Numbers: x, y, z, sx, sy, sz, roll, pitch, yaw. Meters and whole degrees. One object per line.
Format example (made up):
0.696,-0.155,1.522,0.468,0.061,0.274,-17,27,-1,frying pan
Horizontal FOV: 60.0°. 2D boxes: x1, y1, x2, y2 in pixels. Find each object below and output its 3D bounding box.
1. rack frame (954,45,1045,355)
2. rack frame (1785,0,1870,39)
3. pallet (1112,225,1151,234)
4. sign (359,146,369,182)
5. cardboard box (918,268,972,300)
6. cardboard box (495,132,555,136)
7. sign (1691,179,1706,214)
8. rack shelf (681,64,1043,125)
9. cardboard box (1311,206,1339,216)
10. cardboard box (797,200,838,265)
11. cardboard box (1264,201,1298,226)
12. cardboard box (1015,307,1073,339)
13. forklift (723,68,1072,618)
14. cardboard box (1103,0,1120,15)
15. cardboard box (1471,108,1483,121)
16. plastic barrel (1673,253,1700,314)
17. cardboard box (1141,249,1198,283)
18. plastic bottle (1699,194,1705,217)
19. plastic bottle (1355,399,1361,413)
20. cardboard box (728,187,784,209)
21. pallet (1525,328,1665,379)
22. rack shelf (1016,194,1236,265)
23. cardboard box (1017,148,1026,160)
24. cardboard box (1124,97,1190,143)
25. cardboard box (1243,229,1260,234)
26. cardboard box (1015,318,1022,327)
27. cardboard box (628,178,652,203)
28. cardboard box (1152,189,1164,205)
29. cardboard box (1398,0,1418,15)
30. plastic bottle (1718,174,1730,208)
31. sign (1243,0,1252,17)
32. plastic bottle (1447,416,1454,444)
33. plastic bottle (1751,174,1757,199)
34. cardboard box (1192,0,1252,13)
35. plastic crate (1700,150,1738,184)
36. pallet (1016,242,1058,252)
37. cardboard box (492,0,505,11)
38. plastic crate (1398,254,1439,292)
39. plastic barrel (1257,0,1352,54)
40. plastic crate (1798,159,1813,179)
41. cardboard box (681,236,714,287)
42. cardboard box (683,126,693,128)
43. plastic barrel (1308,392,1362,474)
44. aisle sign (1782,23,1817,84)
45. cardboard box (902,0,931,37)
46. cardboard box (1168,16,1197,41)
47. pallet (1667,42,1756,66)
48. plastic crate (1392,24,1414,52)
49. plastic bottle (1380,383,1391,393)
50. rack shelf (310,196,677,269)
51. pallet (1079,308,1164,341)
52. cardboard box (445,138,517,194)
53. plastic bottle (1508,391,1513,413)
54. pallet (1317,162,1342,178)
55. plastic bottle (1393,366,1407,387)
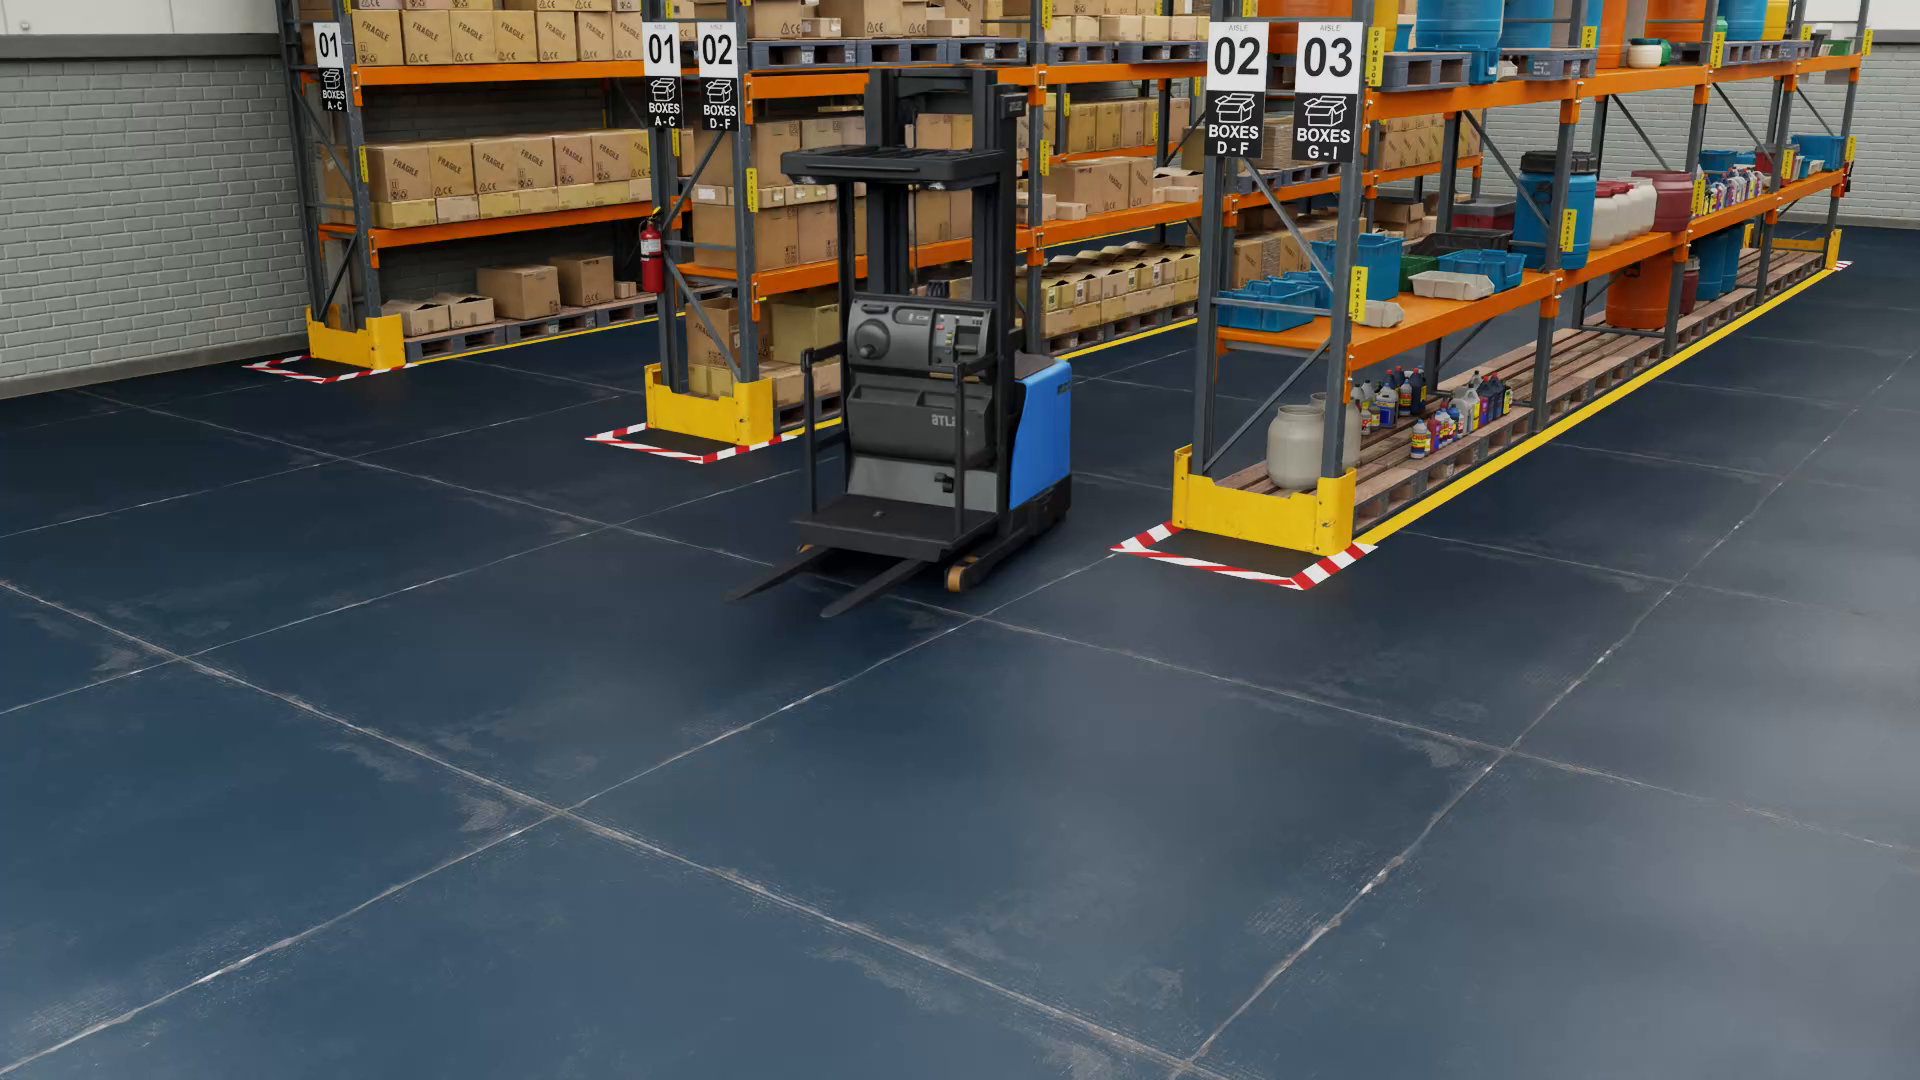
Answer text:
0.355,-3.271,16.218,1.000,3.000,0.127,12,21,35,rack frame
11.481,-8.118,21.710,1.000,3.000,0.127,12,21,35,rack frame
2.384,-5.178,27.062,1.003,0.211,1.213,12,21,35,pallet
-5.573,-3.510,15.529,0.100,0.325,0.005,12,21,35,sign
-0.053,-2.250,15.595,0.500,0.500,0.500,12,21,35,cardboard box
-4.686,-4.126,17.926,0.500,0.500,0.500,13,22,36,cardboard box
7.161,-3.330,16.132,0.100,0.325,0.005,12,21,35,sign
-0.836,-3.883,14.346,1.077,0.370,4.000,12,21,35,rack shelf
5.234,-4.378,23.257,0.500,0.500,0.500,12,21,35,cardboard box
-1.430,-2.600,13.891,0.700,0.500,0.500,13,22,36,cardboard box
4.042,-4.240,21.549,0.500,0.250,0.500,12,21,35,cardboard box
0.795,-2.210,16.732,0.500,0.250,0.500,12,21,33,cardboard box
-0.336,-1.231,9.767,1.130,2.935,3.031,8,19,24,forklift
2.093,-8.262,25.344,0.500,0.500,0.500,12,21,34,cardboard box
7.461,-6.499,24.761,0.500,0.500,0.500,12,21,34,cardboard box
7.665,-2.785,18.011,0.600,0.588,0.708,12,21,35,plastic barrel
2.320,-3.085,18.604,0.500,0.311,0.500,12,21,34,cardboard box
7.508,-3.444,16.985,0.152,0.276,0.135,12,21,35,plastic bottle
2.948,-0.906,12.442,0.061,0.283,0.133,12,21,35,plastic bottle
-1.621,-2.731,13.217,0.380,0.149,0.250,12,21,34,cardboard box
6.222,-1.838,16.306,1.003,0.211,1.213,12,21,35,pallet
1.547,-3.403,17.858,1.077,0.370,4.000,12,21,35,rack shelf
0.735,-5.618,24.167,0.380,0.149,0.250,12,21,35,cardboard box
3.229,-7.023,27.796,0.980,0.700,0.700,14,22,37,cardboard box
3.416,-3.627,20.839,0.500,0.500,0.500,12,21,33,cardboard box
0.255,-2.009,16.083,0.500,0.250,0.500,12,21,35,cardboard box
-3.664,-3.917,18.517,0.500,0.250,0.500,12,21,35,cardboard box
2.024,-3.790,18.313,0.380,0.149,0.250,14,22,39,cardboard box
5.793,-7.350,22.443,0.700,0.500,0.500,12,21,35,cardboard box
8.157,-3.737,17.803,0.144,0.351,0.185,12,21,35,plastic bottle
3.180,-5.841,18.430,0.100,0.325,0.005,12,21,35,sign
3.601,-0.821,12.307,0.097,0.201,0.097,0,17,0,plastic bottle
8.905,-4.003,18.784,0.152,0.276,0.135,12,21,35,plastic bottle
3.004,-6.284,19.009,0.500,0.500,0.500,12,21,35,cardboard box
9.102,-4.492,20.078,0.392,0.384,0.575,12,21,35,plastic crate
0.742,-4.522,24.948,1.003,0.211,1.213,12,21,35,pallet
-5.028,-5.672,17.006,0.500,0.500,0.500,12,21,35,cardboard box
3.296,-2.020,12.547,0.450,0.188,0.662,12,21,35,plastic crate
2.135,-3.418,10.203,0.600,0.830,0.708,12,21,35,plastic barrel
10.464,-4.667,20.895,0.416,0.233,0.300,12,21,35,plastic crate
-3.200,-3.340,19.913,0.700,0.500,0.500,13,22,37,cardboard box
-2.956,-4.650,19.749,0.700,0.500,0.500,15,23,40,cardboard box
2.577,-0.744,11.568,0.421,0.512,0.421,0,17,0,plastic barrel
11.286,-6.564,22.439,0.394,0.787,0.004,12,21,35,aisle sign
-0.727,-4.650,14.483,0.797,0.503,0.637,15,23,41,cardboard box
2.216,-5.539,18.008,0.500,0.250,0.500,13,22,36,cardboard box
7.249,-4.854,16.578,1.003,0.211,1.213,12,21,35,pallet
2.842,-3.374,11.520,0.392,0.384,0.575,12,21,35,plastic crate
3.347,-1.096,13.074,0.097,0.271,0.097,0,17,0,plastic bottle
-4.817,-3.325,17.606,1.077,0.370,4.000,12,21,35,rack shelf
1.490,-2.413,18.158,1.003,0.211,1.213,12,21,35,pallet
-4.867,-3.787,16.835,0.500,0.500,0.500,12,21,33,cardboard box
4.365,-1.127,13.291,0.097,0.201,0.097,0,17,0,plastic bottle
4.558,-4.913,21.831,1.003,0.211,1.213,12,21,35,pallet
3.517,-1.221,13.341,0.144,0.351,0.185,13,22,36,plastic bottle
